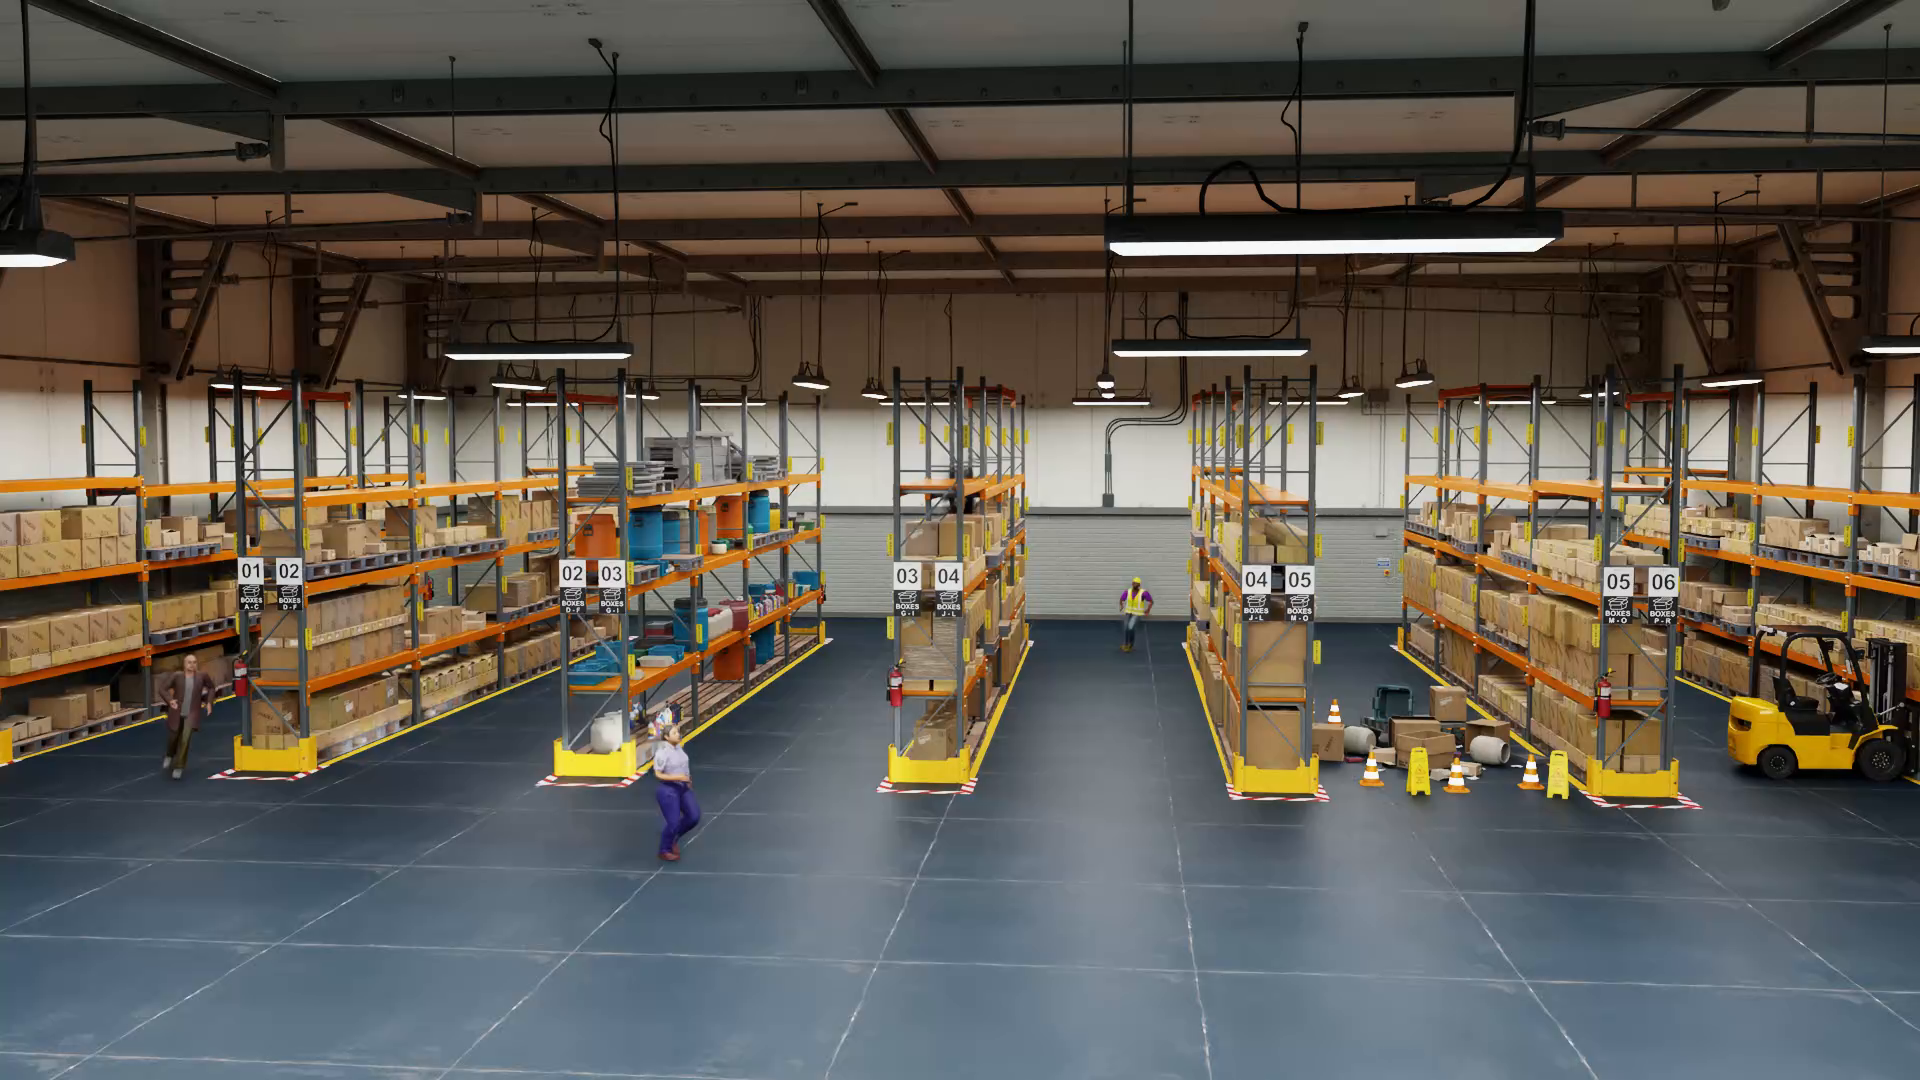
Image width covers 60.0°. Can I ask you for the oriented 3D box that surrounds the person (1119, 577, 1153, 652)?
[{"bbox_3d":[4.045,1.716,38.684,0.765,1.688,0.653,2,4,28],"label":"person"}]

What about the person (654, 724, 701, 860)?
[{"bbox_3d":[-3.322,2.981,19.609,0.550,1.586,0.594,2,4,28],"label":"person"}]

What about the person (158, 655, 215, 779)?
[{"bbox_3d":[-11.457,2.581,24.652,0.769,1.745,1.049,-1,4,-22],"label":"person"}]
